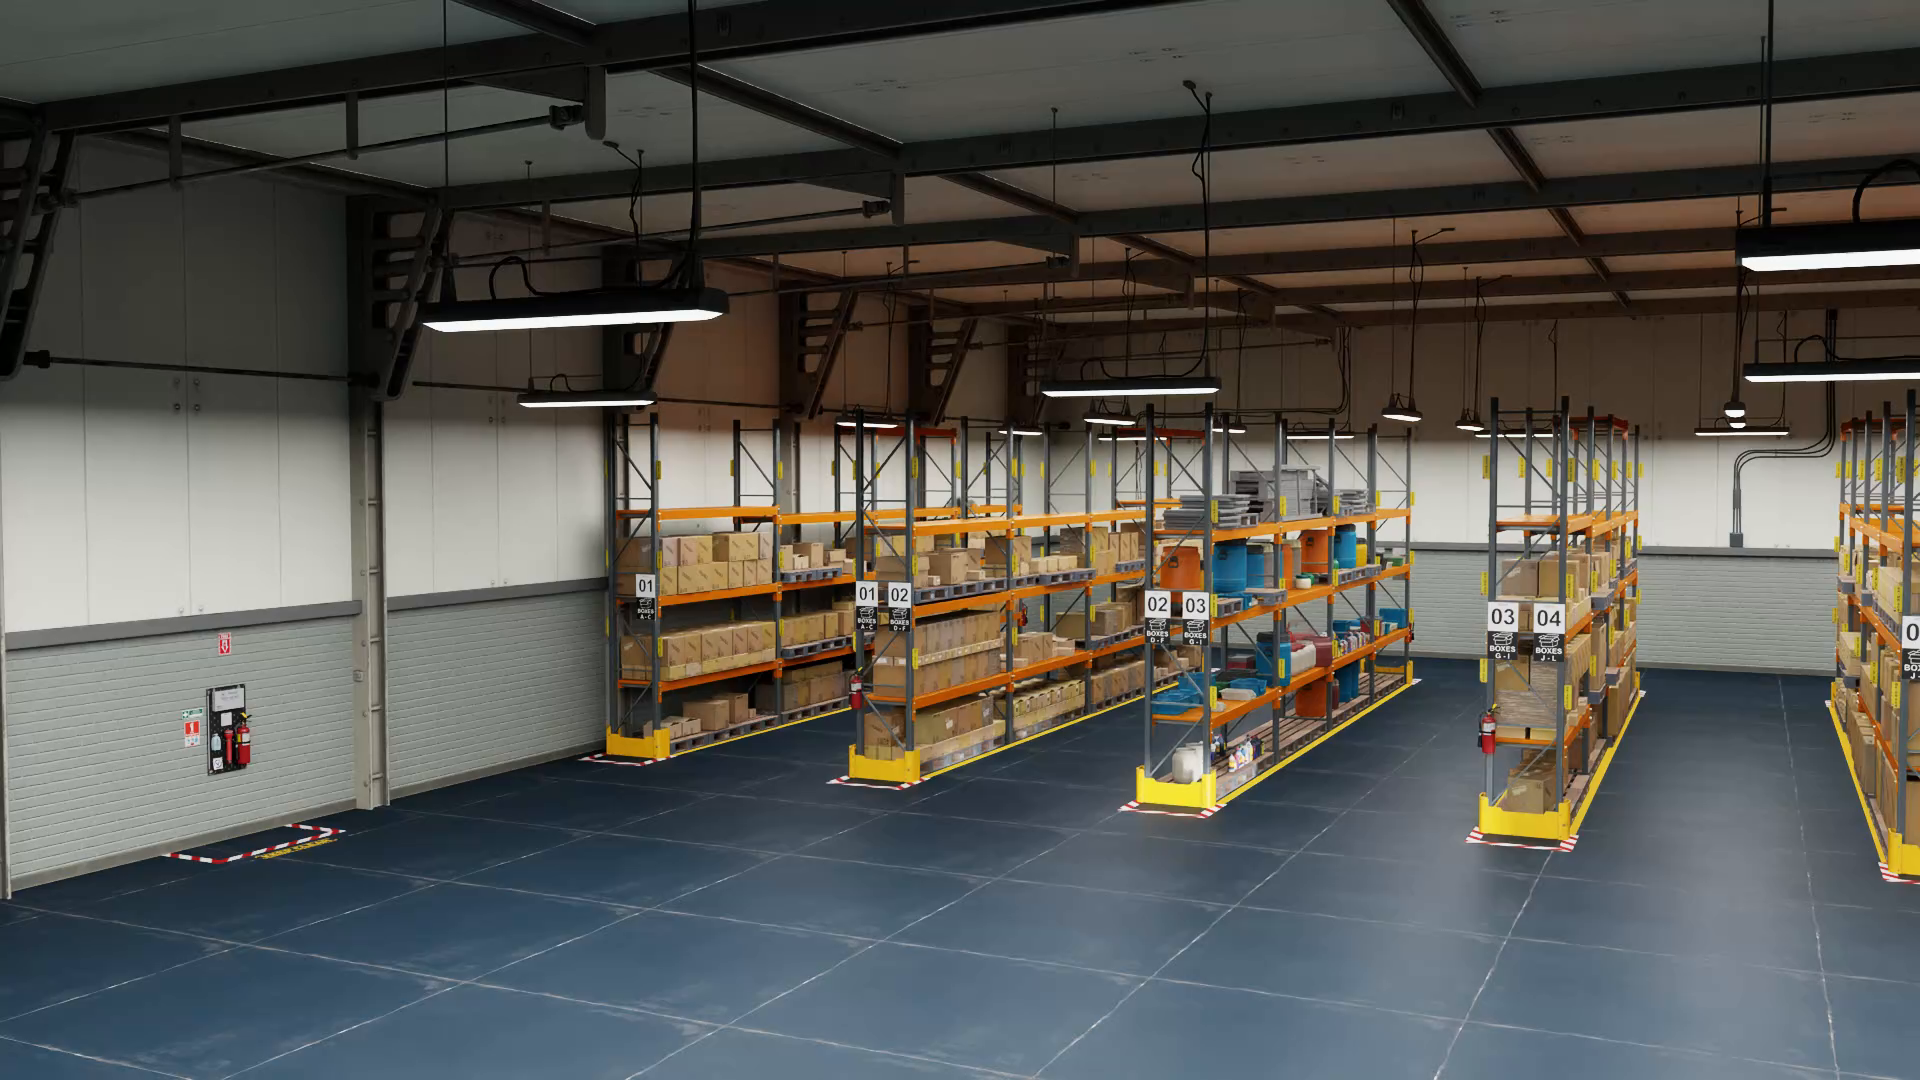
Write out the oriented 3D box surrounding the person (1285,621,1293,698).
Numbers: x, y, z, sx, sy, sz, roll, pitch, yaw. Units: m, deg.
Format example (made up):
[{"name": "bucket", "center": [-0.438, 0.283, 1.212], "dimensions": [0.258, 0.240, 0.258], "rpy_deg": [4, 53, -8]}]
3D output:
[{"name": "person", "center": [7.017, 2.636, 36.373], "dimensions": [0.548, 1.742, 0.646], "rpy_deg": [2, 3, 44]}]
